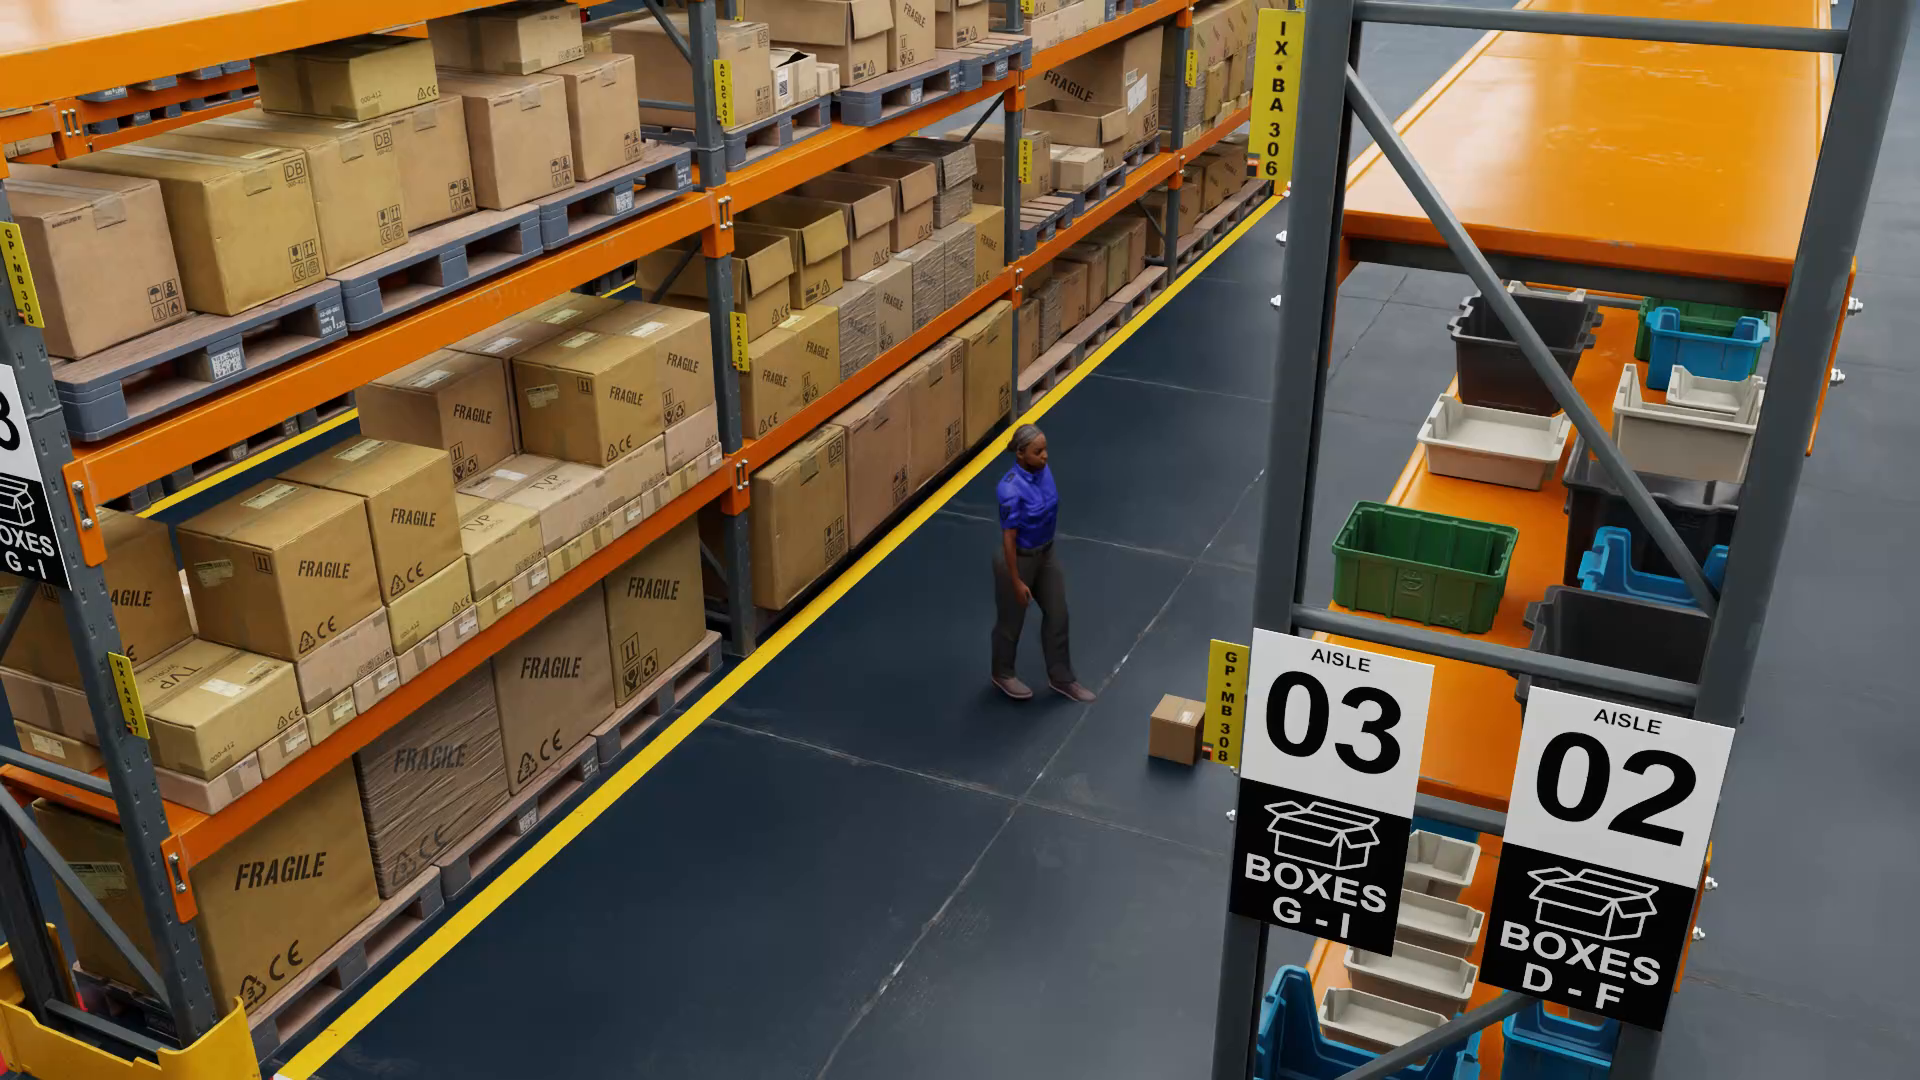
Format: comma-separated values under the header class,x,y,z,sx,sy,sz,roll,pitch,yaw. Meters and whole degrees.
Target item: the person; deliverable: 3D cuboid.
class,x,y,z,sx,sy,sz,roll,pitch,yaw
person,0.424,0.164,9.093,0.576,1.687,0.485,21,33,35
